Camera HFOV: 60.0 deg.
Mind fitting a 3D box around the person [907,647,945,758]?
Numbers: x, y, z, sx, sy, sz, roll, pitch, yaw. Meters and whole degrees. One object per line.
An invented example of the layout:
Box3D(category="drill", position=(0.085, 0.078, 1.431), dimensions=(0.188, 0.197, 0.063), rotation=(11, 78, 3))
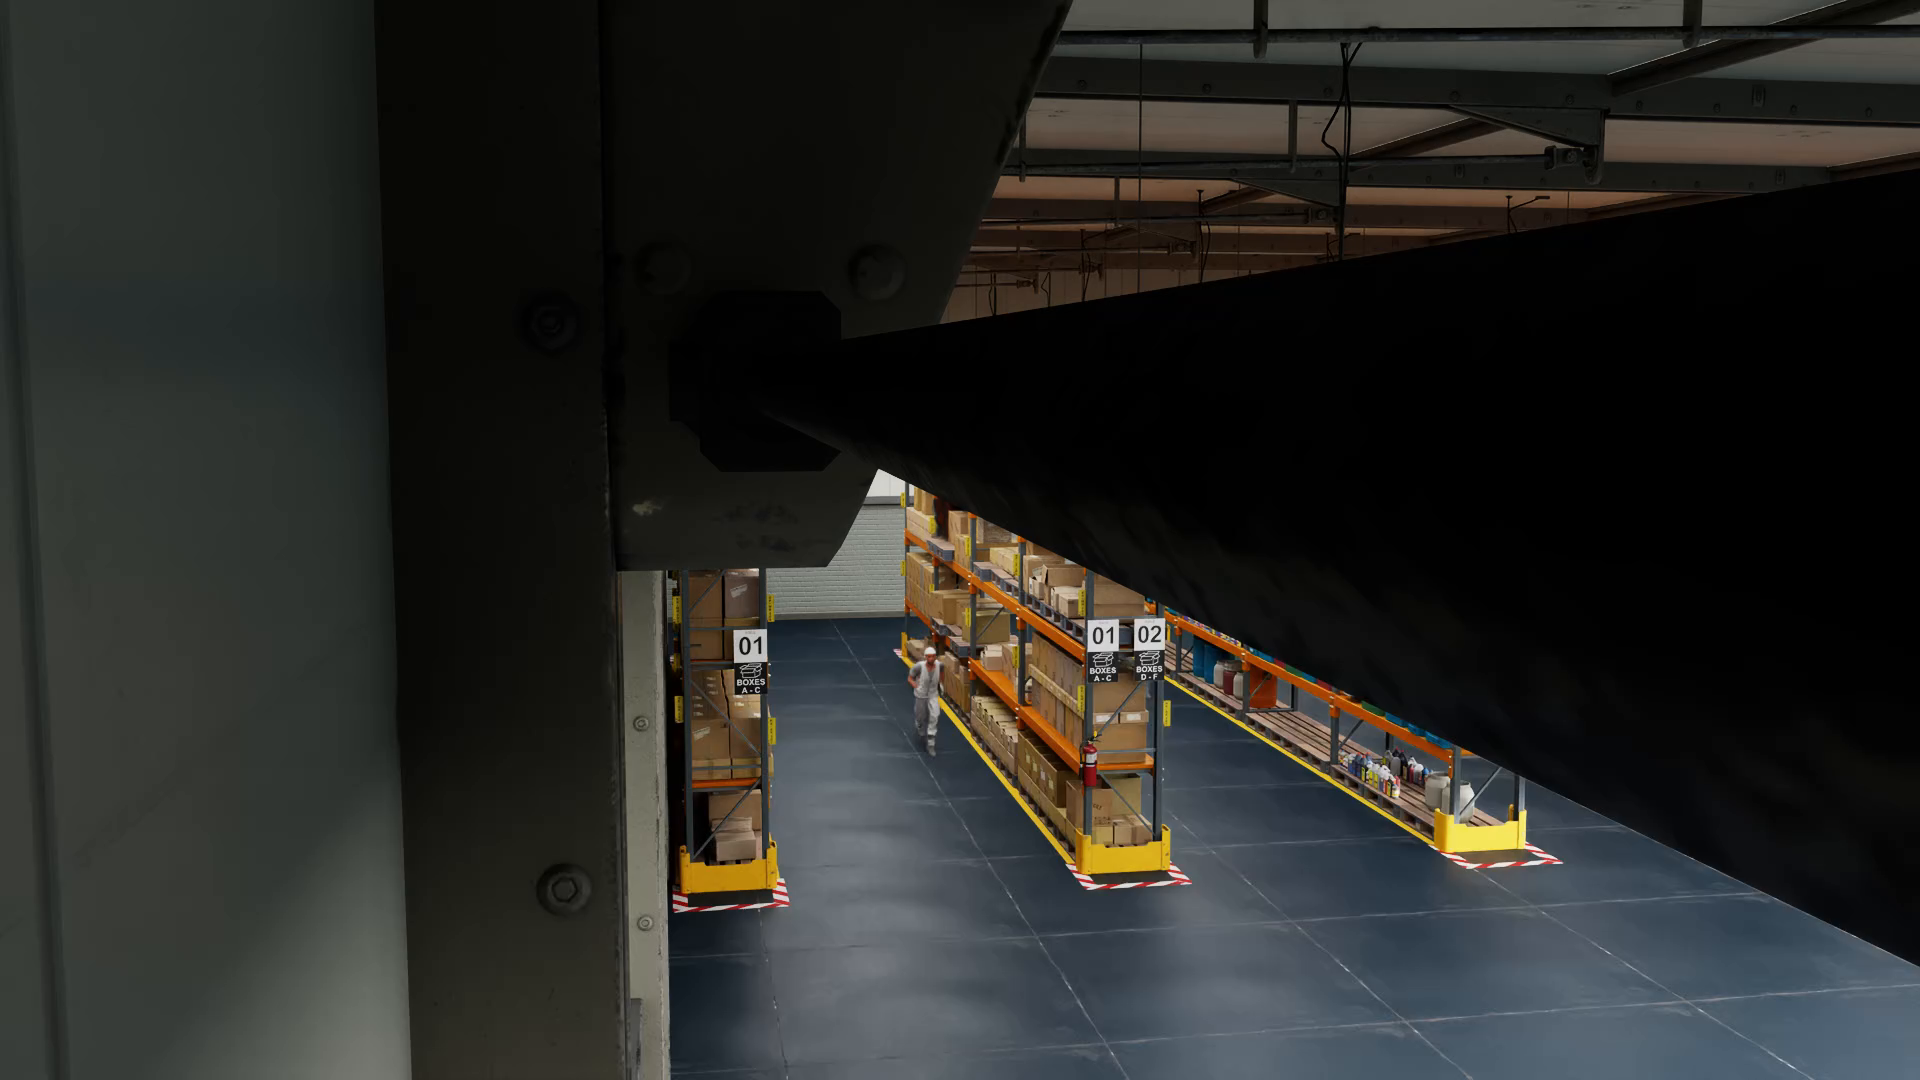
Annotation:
Box3D(category="person", position=(-0.560, 2.609, 27.488), dimensions=(0.658, 1.773, 1.135), rotation=(-1, 6, -12))

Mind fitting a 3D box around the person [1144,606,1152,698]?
Box3D(category="person", position=(3.554, 2.143, 32.230), dimensions=(0.671, 1.772, 0.798), rotation=(-1, 6, -14))
